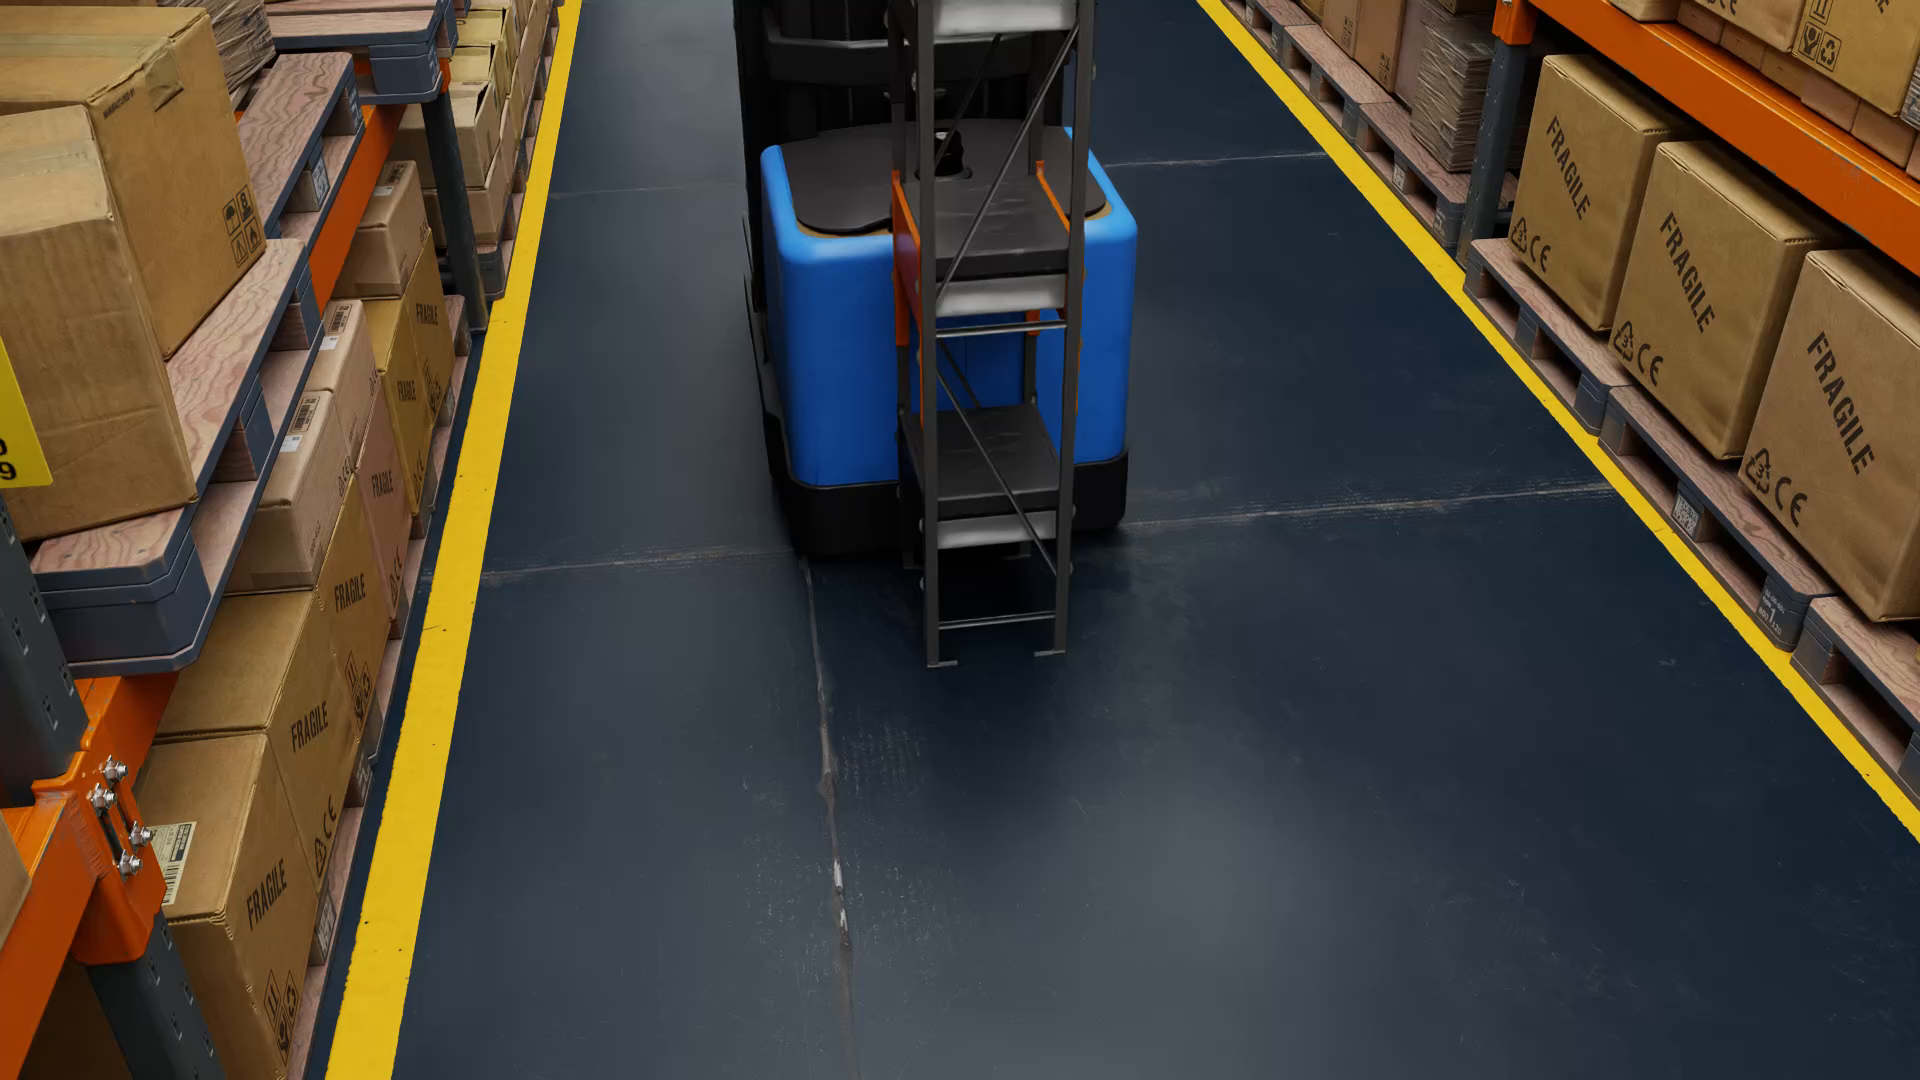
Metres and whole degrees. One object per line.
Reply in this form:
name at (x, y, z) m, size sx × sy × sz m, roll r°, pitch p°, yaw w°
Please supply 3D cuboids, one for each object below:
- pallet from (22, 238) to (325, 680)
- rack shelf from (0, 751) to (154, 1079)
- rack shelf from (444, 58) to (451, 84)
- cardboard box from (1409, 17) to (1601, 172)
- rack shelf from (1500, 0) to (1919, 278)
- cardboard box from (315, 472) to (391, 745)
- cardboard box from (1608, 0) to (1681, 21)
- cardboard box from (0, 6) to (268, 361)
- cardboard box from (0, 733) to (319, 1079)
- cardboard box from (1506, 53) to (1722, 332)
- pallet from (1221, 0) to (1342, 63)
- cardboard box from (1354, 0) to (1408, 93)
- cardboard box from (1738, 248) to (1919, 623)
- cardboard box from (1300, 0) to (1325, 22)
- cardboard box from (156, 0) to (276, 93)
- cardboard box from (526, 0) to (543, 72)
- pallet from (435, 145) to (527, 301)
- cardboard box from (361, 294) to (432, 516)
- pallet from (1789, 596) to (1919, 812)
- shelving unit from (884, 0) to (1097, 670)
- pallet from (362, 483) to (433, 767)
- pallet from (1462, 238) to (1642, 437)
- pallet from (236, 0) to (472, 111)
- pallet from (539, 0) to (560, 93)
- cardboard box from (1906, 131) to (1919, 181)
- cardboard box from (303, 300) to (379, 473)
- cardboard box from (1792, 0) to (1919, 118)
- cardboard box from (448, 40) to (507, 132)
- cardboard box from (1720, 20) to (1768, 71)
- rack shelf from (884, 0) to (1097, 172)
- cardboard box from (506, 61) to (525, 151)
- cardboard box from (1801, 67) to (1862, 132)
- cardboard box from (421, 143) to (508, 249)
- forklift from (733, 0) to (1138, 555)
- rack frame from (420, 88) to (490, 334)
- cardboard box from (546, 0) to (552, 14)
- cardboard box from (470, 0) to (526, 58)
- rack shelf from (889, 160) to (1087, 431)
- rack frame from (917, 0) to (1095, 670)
pallet at (-1.794, -0.177, 3.017) m, size 1.003 × 0.211 × 1.213 m, roll -4°, pitch 35°, yaw -6°
rack shelf at (-1.526, 1.611, 0.861) m, size 1.077 × 0.370 × 4.000 m, roll -4°, pitch 35°, yaw -6°
rack shelf at (-2.602, -2.853, 7.412) m, size 1.077 × 0.370 × 4.000 m, roll -4°, pitch 35°, yaw -6°
cardboard box at (2.427, -1.958, 7.289) m, size 0.700 × 0.500 × 0.500 m, roll -4°, pitch 34°, yaw -6°
rack shelf at (2.844, -0.998, 4.690) m, size 1.077 × 0.370 × 4.000 m, roll -4°, pitch 35°, yaw -6°
cardboard box at (-1.761, 0.184, 4.145) m, size 0.500 × 0.500 × 0.500 m, roll -4°, pitch 34°, yaw -6°
cardboard box at (2.367, -1.819, 5.461) m, size 0.380 × 0.149 × 0.250 m, roll -3°, pitch 34°, yaw -5°
cardboard box at (-1.792, -0.677, 3.119) m, size 0.700 × 0.500 × 0.500 m, roll 1°, pitch 34°, yaw 1°
cardboard box at (-1.618, 0.760, 3.300) m, size 0.500 × 0.500 × 0.500 m, roll -6°, pitch 35°, yaw -9°
cardboard box at (2.544, -1.277, 5.996) m, size 0.750 × 0.750 × 0.750 m, roll -5°, pitch 35°, yaw -7°
pallet at (2.144, -3.057, 9.549) m, size 1.003 × 0.211 × 1.213 m, roll -4°, pitch 35°, yaw -6°
cardboard box at (2.378, -2.530, 8.128) m, size 0.700 × 0.500 × 0.500 m, roll -5°, pitch 35°, yaw -7°
cardboard box at (2.775, -0.314, 4.582) m, size 0.750 × 0.750 × 0.750 m, roll -3°, pitch 34°, yaw -5°
cardboard box at (2.272, -3.099, 8.962) m, size 0.700 × 0.500 × 0.500 m, roll -5°, pitch 35°, yaw -7°
cardboard box at (-2.203, -1.382, 4.152) m, size 0.700 × 0.500 × 0.500 m, roll 2°, pitch 34°, yaw 3°
cardboard box at (-2.392, -2.527, 8.363) m, size 0.500 × 0.250 × 0.500 m, roll -4°, pitch 34°, yaw -5°
pallet at (-2.405, -1.345, 7.036) m, size 1.003 × 0.211 × 1.213 m, roll -4°, pitch 35°, yaw -6°
cardboard box at (-1.905, -0.390, 4.988) m, size 0.500 × 0.500 × 0.500 m, roll -6°, pitch 35°, yaw -8°
pallet at (2.935, 0.548, 4.259) m, size 1.003 × 0.211 × 1.213 m, roll -4°, pitch 35°, yaw -6°
shelving unit at (0.062, -0.658, 4.352) m, size 0.431 × 2.100 × 0.503 m, roll -6°, pitch 35°, yaw -8°
pallet at (-2.109, 0.217, 4.745) m, size 1.003 × 0.211 × 1.213 m, roll -4°, pitch 35°, yaw -6°
pallet at (2.607, -0.814, 6.257) m, size 1.003 × 0.211 × 1.213 m, roll -4°, pitch 35°, yaw -6°
pallet at (-2.172, -1.582, 5.079) m, size 1.213 × 0.211 × 1.003 m, roll -4°, pitch 35°, yaw -6°
pallet at (-2.733, -2.706, 9.033) m, size 1.003 × 0.211 × 1.213 m, roll -4°, pitch 35°, yaw -6°
cardboard box at (2.660, -0.964, 4.206) m, size 0.380 × 0.149 × 0.250 m, roll -5°, pitch 35°, yaw -8°
cardboard box at (-1.821, -0.387, 4.318) m, size 0.500 × 0.250 × 0.500 m, roll -5°, pitch 35°, yaw -7°
cardboard box at (2.592, -1.434, 4.320) m, size 0.500 × 0.500 × 0.500 m, roll -3°, pitch 34°, yaw -5°
cardboard box at (-2.191, -1.911, 6.961) m, size 0.500 × 0.311 × 0.500 m, roll -5°, pitch 35°, yaw -8°
cardboard box at (2.567, -1.544, 5.057) m, size 0.380 × 0.149 × 0.250 m, roll -4°, pitch 34°, yaw -5°
rack shelf at (0.062, -1.226, 3.965) m, size 0.431 × 0.518 × 0.480 m, roll -6°, pitch 35°, yaw -8°
cardboard box at (-2.256, -1.956, 7.526) m, size 0.500 × 0.250 × 0.500 m, roll -5°, pitch 35°, yaw -8°
cardboard box at (2.607, -1.260, 4.640) m, size 0.380 × 0.149 × 0.250 m, roll -4°, pitch 34°, yaw -6°
cardboard box at (-2.112, -1.386, 6.689) m, size 0.500 × 0.250 × 0.500 m, roll -4°, pitch 35°, yaw -7°
forklift at (-0.236, -1.987, 5.563) m, size 1.130 × 2.935 × 3.031 m, roll -6°, pitch 35°, yaw -8°
rack frame at (-2.333, -2.035, 5.572) m, size 1.000 × 3.000 × 0.127 m, roll -4°, pitch 35°, yaw -6°
cardboard box at (-2.528, -3.094, 9.196) m, size 0.500 × 0.250 × 0.500 m, roll -5°, pitch 35°, yaw -7°
cardboard box at (-2.327, -2.482, 7.799) m, size 0.500 × 0.311 × 0.500 m, roll -5°, pitch 35°, yaw -7°
rack shelf at (0.062, -0.647, 4.359) m, size 0.431 × 0.518 × 0.480 m, roll -6°, pitch 35°, yaw -8°
rack frame at (0.103, -0.523, 4.153) m, size 0.400 × 2.100 × 0.015 m, roll -6°, pitch 35°, yaw -8°
